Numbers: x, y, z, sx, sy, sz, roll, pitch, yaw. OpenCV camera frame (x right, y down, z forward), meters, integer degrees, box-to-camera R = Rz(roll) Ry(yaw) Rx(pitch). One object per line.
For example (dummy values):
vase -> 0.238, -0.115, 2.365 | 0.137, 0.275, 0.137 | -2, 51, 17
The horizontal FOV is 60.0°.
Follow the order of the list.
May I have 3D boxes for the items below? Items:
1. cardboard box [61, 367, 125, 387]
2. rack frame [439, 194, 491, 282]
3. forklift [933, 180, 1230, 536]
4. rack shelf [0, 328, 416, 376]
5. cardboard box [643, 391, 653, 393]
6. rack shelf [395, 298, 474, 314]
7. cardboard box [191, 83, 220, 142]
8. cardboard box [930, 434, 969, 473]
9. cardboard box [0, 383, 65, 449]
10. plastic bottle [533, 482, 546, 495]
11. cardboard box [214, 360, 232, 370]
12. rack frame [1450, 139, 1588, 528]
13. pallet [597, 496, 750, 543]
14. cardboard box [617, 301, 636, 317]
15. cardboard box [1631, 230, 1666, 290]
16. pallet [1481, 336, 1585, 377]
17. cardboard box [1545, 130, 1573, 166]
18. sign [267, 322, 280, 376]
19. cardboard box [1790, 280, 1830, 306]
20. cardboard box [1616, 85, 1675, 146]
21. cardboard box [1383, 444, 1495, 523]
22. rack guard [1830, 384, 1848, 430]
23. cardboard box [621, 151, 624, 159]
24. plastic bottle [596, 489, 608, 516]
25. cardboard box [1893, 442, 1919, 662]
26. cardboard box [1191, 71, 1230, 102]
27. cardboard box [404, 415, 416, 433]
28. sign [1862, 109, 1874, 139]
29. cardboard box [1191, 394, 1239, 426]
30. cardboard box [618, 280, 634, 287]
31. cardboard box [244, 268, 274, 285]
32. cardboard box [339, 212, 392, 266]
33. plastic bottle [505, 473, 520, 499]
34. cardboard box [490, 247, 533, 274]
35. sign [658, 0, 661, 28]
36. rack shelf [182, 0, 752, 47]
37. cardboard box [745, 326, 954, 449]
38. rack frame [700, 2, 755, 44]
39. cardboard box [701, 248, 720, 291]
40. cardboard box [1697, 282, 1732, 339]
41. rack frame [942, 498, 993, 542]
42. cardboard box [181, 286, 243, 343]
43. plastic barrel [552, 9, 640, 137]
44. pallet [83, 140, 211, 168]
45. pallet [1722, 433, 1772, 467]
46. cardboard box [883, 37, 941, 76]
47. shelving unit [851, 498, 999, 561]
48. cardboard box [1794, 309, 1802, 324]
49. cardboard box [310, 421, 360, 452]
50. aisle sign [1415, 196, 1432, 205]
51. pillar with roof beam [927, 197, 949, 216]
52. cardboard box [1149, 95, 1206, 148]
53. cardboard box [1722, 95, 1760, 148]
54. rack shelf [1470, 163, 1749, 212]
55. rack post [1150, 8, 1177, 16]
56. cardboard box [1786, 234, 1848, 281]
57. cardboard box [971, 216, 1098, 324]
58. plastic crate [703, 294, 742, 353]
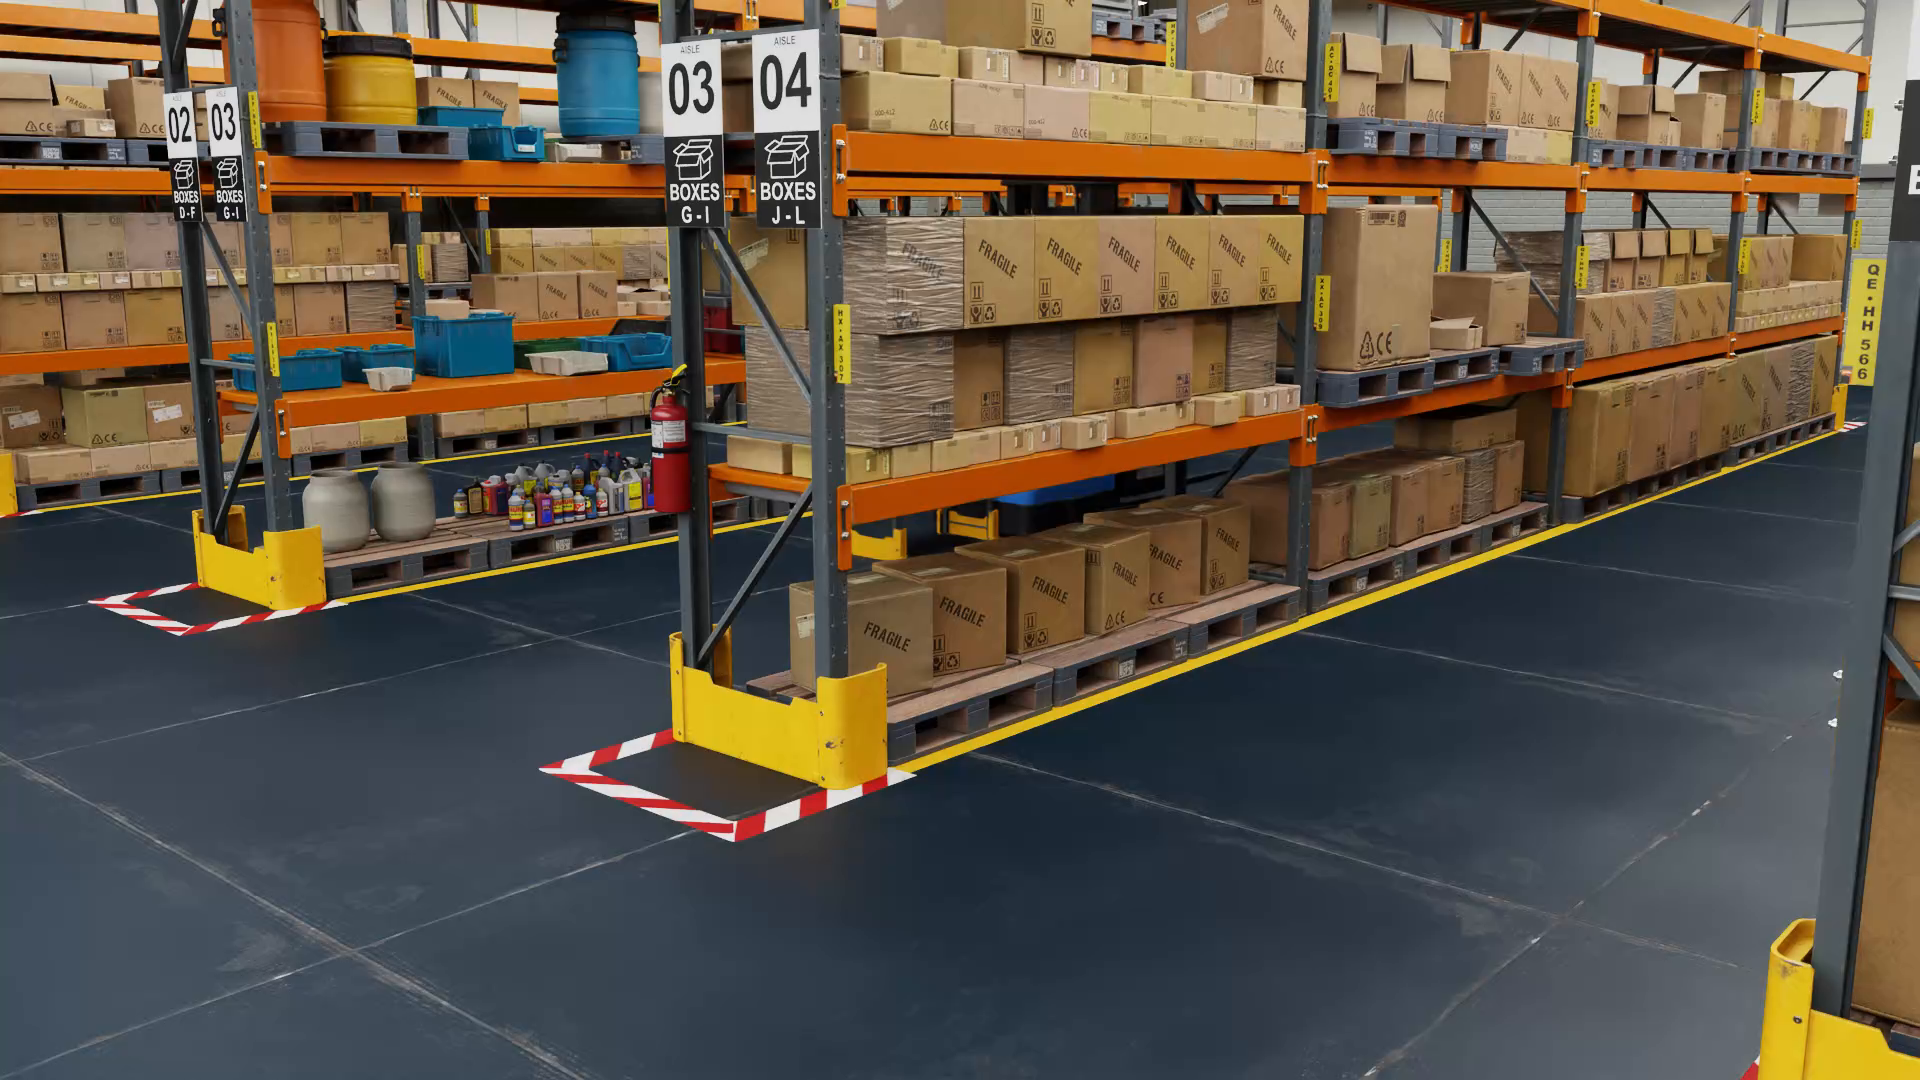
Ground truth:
cardboard box -> -10.079, -1.806, 19.355 | 0.500, 0.500, 0.500 | 8, 14, 36
rack frame -> -6.783, -3.563, 22.890 | 1.000, 3.000, 0.127 | 10, 15, 40
forklift -> 1.152, -1.668, 13.582 | 1.130, 2.935, 3.031 | 10, 15, 41
rack shelf -> -7.020, -1.687, 15.337 | 1.077, 0.370, 4.000 | 10, 15, 40
cardboard box -> -3.559, -1.869, 18.928 | 0.500, 0.311, 0.500 | 9, 15, 39
rack shelf -> -8.103, -2.916, 21.488 | 1.077, 0.370, 4.000 | 10, 15, 40
cardboard box -> -6.882, -3.905, 15.250 | 0.637, 0.503, 0.797 | -10, 15, -41
cardboard box -> -0.179, -0.422, 7.805 | 0.380, 0.149, 0.250 | 10, 15, 40
cardboard box -> -8.210, -1.088, 14.536 | 0.500, 0.500, 0.500 | 10, 15, 40
plastic bottle -> -3.235, -0.345, 12.801 | 0.097, 0.201, 0.097 | 0, 11, 0
cardboard box -> -8.950, -2.075, 20.699 | 0.700, 0.500, 0.500 | 10, 15, 42
rack frame -> 4.379, -1.641, 13.271 | 1.000, 3.000, 0.127 | 10, 15, 40
pallet -> -2.456, -0.232, 13.336 | 1.003, 0.211, 1.213 | 10, 15, 40
cardboard box -> -3.859, -2.605, 18.735 | 0.250, 0.149, 0.380 | -11, 16, -43
cardboard box -> 5.744, -2.483, 14.668 | 0.797, 0.503, 0.637 | 10, 15, 42
pallet -> 3.989, -1.429, 12.696 | 1.213, 0.211, 1.003 | 10, 15, 40
cardboard box -> 4.250, -2.937, 12.483 | 0.500, 0.250, 0.500 | 10, 15, 40
sign -> -4.212, -1.169, 10.198 | 0.100, 0.325, 0.005 | 10, 15, 40
cardboard box -> 9.204, -2.711, 18.248 | 0.500, 0.250, 0.500 | 9, 15, 39
cardboard box -> 5.712, -3.672, 14.445 | 0.797, 0.503, 0.637 | 10, 15, 40
cardboard box -> 3.595, -0.447, 12.550 | 0.700, 0.500, 0.500 | 8, 14, 36
rack guard -> 9.676, -1.596, 19.427 | 1.175, 0.500, 0.348 | 10, 15, 40
cardboard box -> -4.036, -4.290, 18.184 | 0.500, 0.250, 0.500 | 9, 15, 39
plastic bottle -> -2.698, -0.285, 12.500 | 0.097, 0.201, 0.097 | 0, 11, 0
cardboard box -> 2.968, 0.058, 4.381 | 0.875, 0.550, 0.550 | 10, 15, 40
cardboard box -> 1.233, -2.441, 8.982 | 0.380, 0.149, 0.250 | 9, 15, 39
cardboard box -> -5.644, -1.290, 17.461 | 0.500, 0.250, 0.500 | 10, 15, 40
sign -> 10.058, -4.613, 18.430 | 0.100, 0.325, 0.005 | 10, 15, 40
cardboard box -> 1.354, -0.744, 9.421 | 0.380, 0.149, 0.250 | 10, 15, 40
cardboard box -> -5.025, -3.770, 24.520 | 0.380, 0.149, 0.250 | 9, 15, 39
cardboard box -> -6.558, -2.447, 15.393 | 0.380, 0.149, 0.250 | 10, 15, 42
cardboard box -> -5.988, -2.953, 16.272 | 0.700, 0.500, 0.500 | 10, 15, 41
plastic bottle -> -3.461, -0.366, 12.715 | 0.152, 0.276, 0.135 | 9, 15, 39
cardboard box -> -6.270, -3.806, 23.042 | 0.500, 0.500, 0.500 | 10, 15, 42
sign -> -1.305, -2.444, 7.372 | 0.100, 0.325, 0.005 | 10, 15, 40
rack shelf -> -3.302, -3.792, 11.580 | 1.077, 0.370, 4.000 | 10, 15, 40
cardboard box -> -0.518, -0.737, 7.727 | 0.875, 0.500, 0.500 | 10, 15, 40
rack frame -> -1.982, -4.635, 12.943 | 1.000, 3.000, 0.127 | 10, 15, 40
cardboard box -> -2.729, -3.285, 20.172 | 0.700, 0.500, 0.500 | 4, 12, 21
cardboard box -> 6.916, -2.175, 15.687 | 0.500, 0.500, 0.500 | 10, 15, 41
rack frame -> 0.059, -0.749, 12.632 | 0.500, 1.500, 0.032 | 10, 15, 41
cardboard box -> -7.003, -2.090, 15.262 | 0.700, 0.500, 0.500 | 10, 15, 42
plastic barrel -> -2.719, -3.483, 12.483 | 0.600, 0.901, 0.708 | 10, 15, 40
pallet -> -7.049, -3.454, 14.915 | 1.003, 0.211, 1.213 | 10, 15, 40
pallet -> 7.580, -0.964, 17.000 | 1.003, 0.211, 1.213 | 10, 15, 40
cardboard box -> -0.302, -2.094, 7.242 | 0.380, 0.149, 0.250 | 10, 15, 42
shelving unit -> -0.278, -0.677, 12.270 | 0.587, 1.500, 1.083 | 10, 15, 41
cardboard box -> 8.663, -2.375, 17.587 | 0.380, 0.149, 0.250 | 10, 15, 41
cardboard box -> -6.180, -1.023, 16.123 | 0.500, 0.250, 0.500 | 10, 15, 40
aisle sign -> 6.207, -4.706, 21.979 | 0.394, 0.787, 0.004 | 10, 15, 40
pillar with roof beam -> 2.864, -7.634, 27.958 | 9.100, 9.000, 0.548 | 10, 15, 40
cardboard box -> 0.949, -2.198, 8.784 | 0.500, 0.250, 0.500 | 10, 15, 40
cardboard box -> 7.491, -4.128, 16.479 | 0.700, 0.500, 0.500 | 9, 14, 37
rack shelf -> 5.699, -3.054, 14.521 | 1.077, 0.370, 4.000 | 10, 15, 40
rack post -> 2.719, -5.655, 18.243 | 0.937, 0.300, 0.954 | 9, 15, 39
cardboard box -> 9.536, -3.153, 18.547 | 0.500, 0.500, 0.500 | 10, 15, 41
cardboard box -> 0.330, -1.342, 8.203 | 0.500, 0.500, 0.500 | 10, 15, 40
plastic crate -> -1.892, -1.836, 14.079 | 0.402, 0.464, 0.583 | 10, 15, 40
